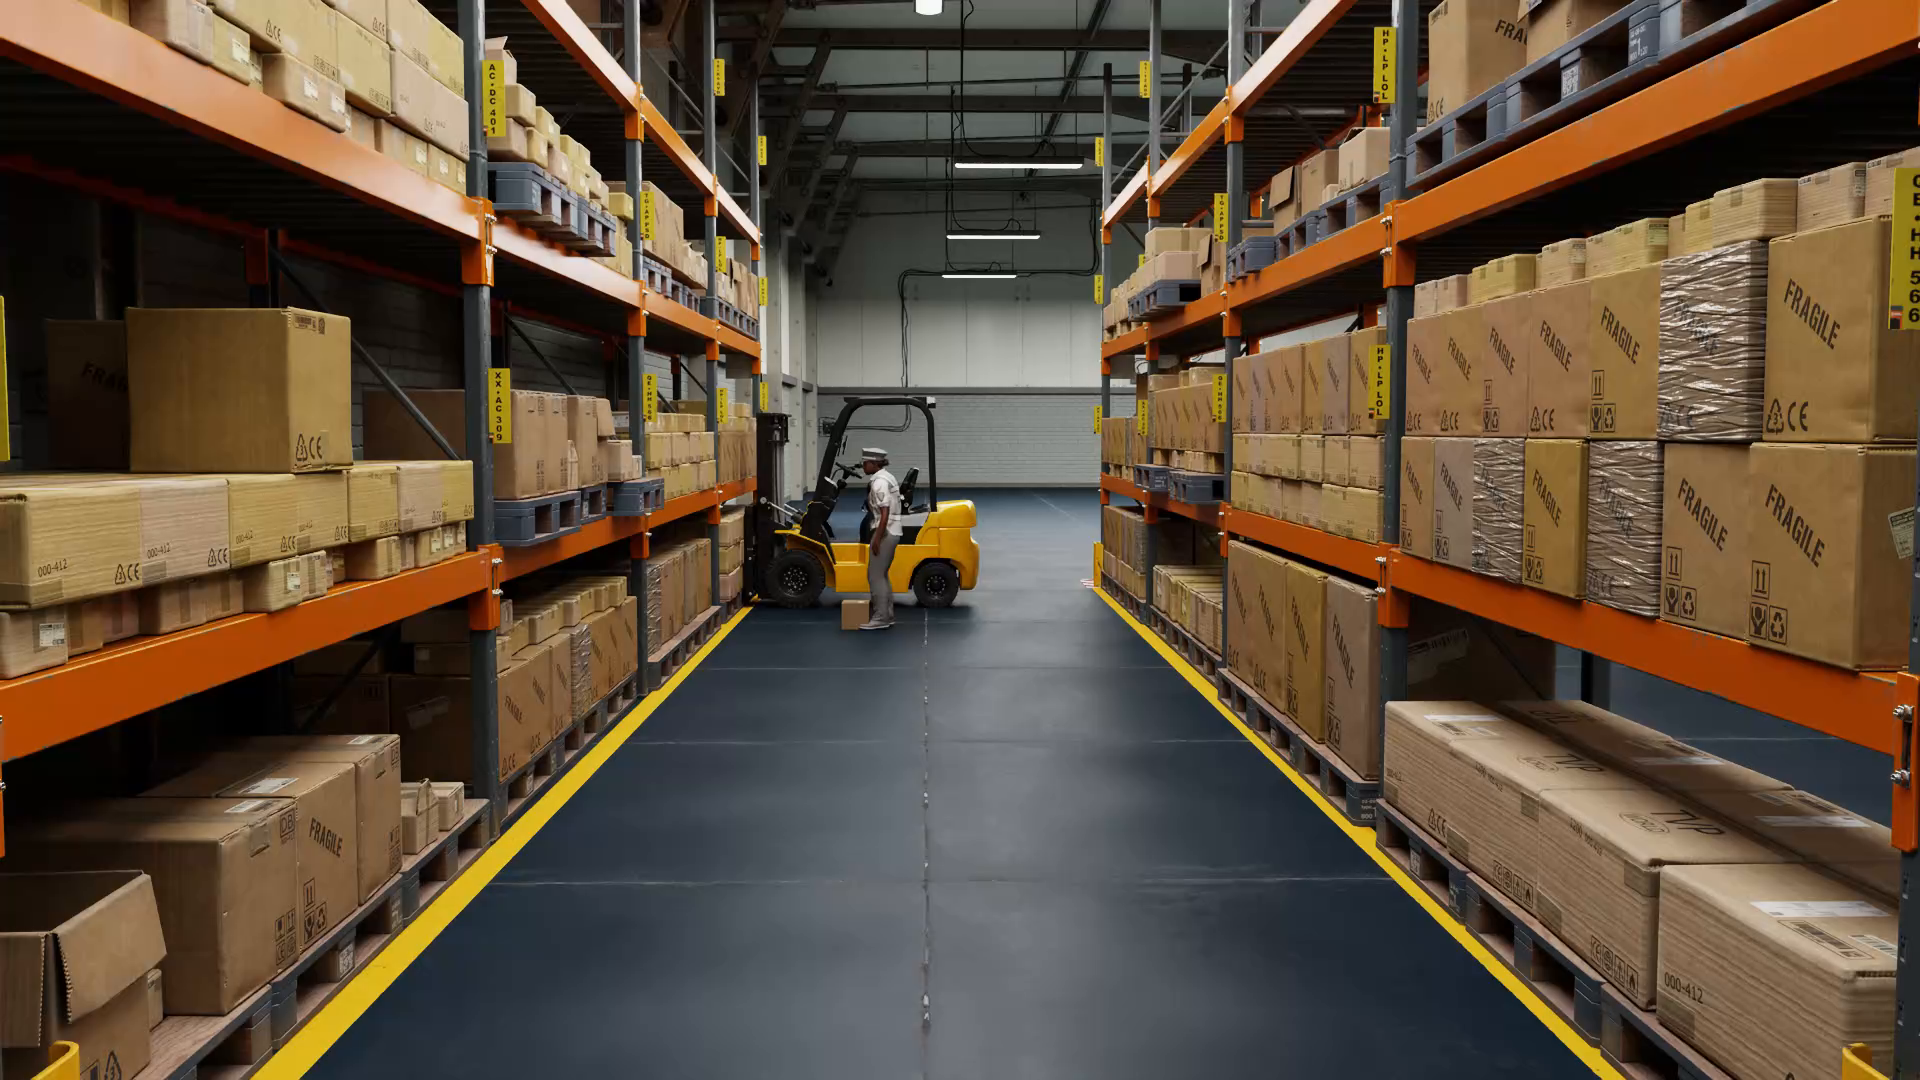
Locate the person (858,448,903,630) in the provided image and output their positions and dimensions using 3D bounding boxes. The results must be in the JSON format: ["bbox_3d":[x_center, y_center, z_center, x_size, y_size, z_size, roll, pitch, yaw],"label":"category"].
[{"bbox_3d":[-0.733,-0.017,15.243,0.415,1.660,0.506,0,4,-1],"label":"person"}]
